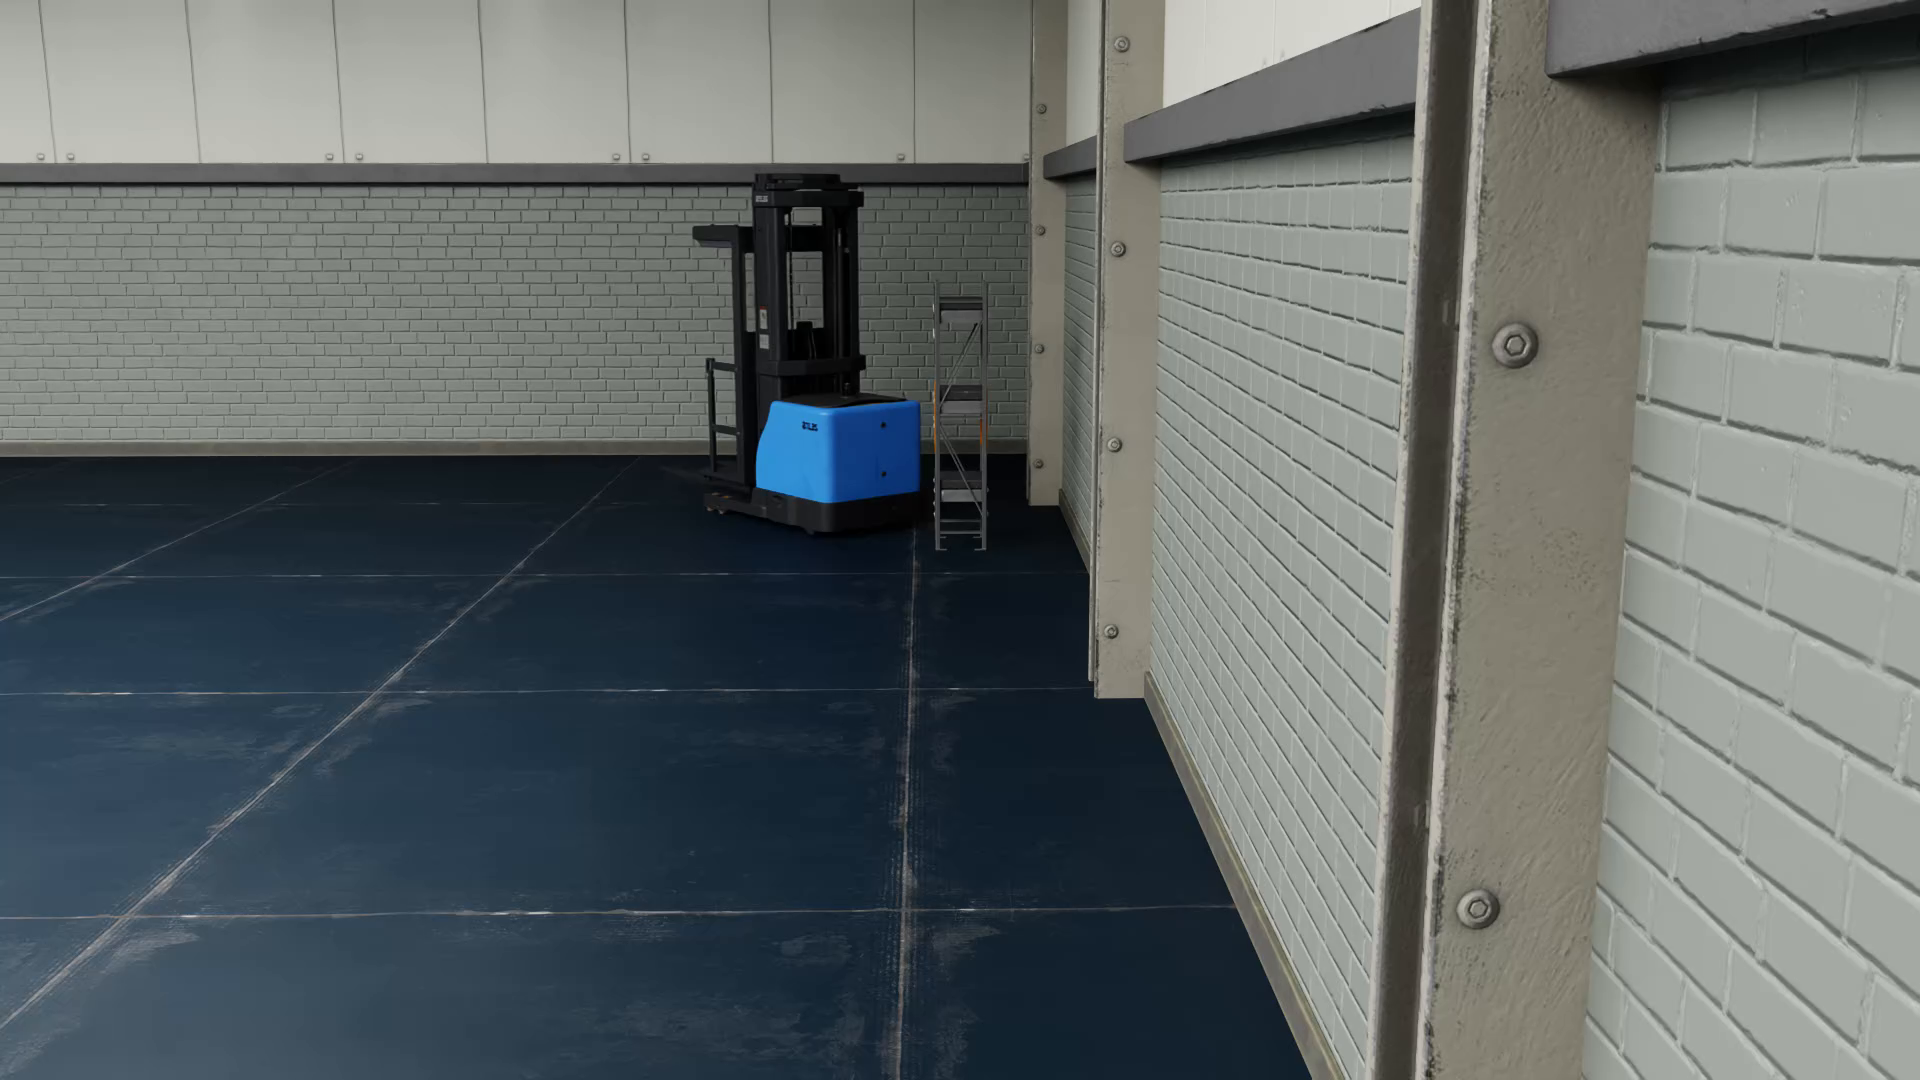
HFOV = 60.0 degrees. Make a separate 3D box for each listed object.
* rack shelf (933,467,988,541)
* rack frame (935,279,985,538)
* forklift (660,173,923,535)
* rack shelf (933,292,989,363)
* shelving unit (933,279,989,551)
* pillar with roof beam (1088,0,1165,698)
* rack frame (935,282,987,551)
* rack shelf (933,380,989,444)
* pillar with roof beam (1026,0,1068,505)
[{"bbox_3d":[0.003,-0.297,13.330,0.431,0.518,0.480,0,11,-1],"label":"rack shelf"},{"bbox_3d":[-0.002,-1.045,13.427,0.400,2.100,0.015,0,11,-1],"label":"rack frame"},{"bbox_3d":[-1.636,-1.717,14.649,1.130,2.935,3.031,-9,15,-39],"label":"forklift"},{"bbox_3d":[0.003,-1.669,13.052,0.431,0.518,0.480,0,11,-1],"label":"rack shelf"},{"bbox_3d":[0.003,-0.996,13.188,0.431,2.100,0.503,0,11,-1],"label":"shelving unit"},{"bbox_3d":[-3.403,-3.554,8.446,9.100,9.000,0.400,0,11,-1],"label":"pillar with roof beam"},{"bbox_3d":[0.008,-0.948,12.949,0.400,2.100,0.015,0,11,-1],"label":"rack frame"},{"bbox_3d":[0.003,-0.983,13.191,0.431,0.518,0.480,0,11,-1],"label":"rack shelf"},{"bbox_3d":[-3.527,-4.747,14.325,9.100,9.000,0.400,0,11,-1],"label":"pillar with roof beam"}]
